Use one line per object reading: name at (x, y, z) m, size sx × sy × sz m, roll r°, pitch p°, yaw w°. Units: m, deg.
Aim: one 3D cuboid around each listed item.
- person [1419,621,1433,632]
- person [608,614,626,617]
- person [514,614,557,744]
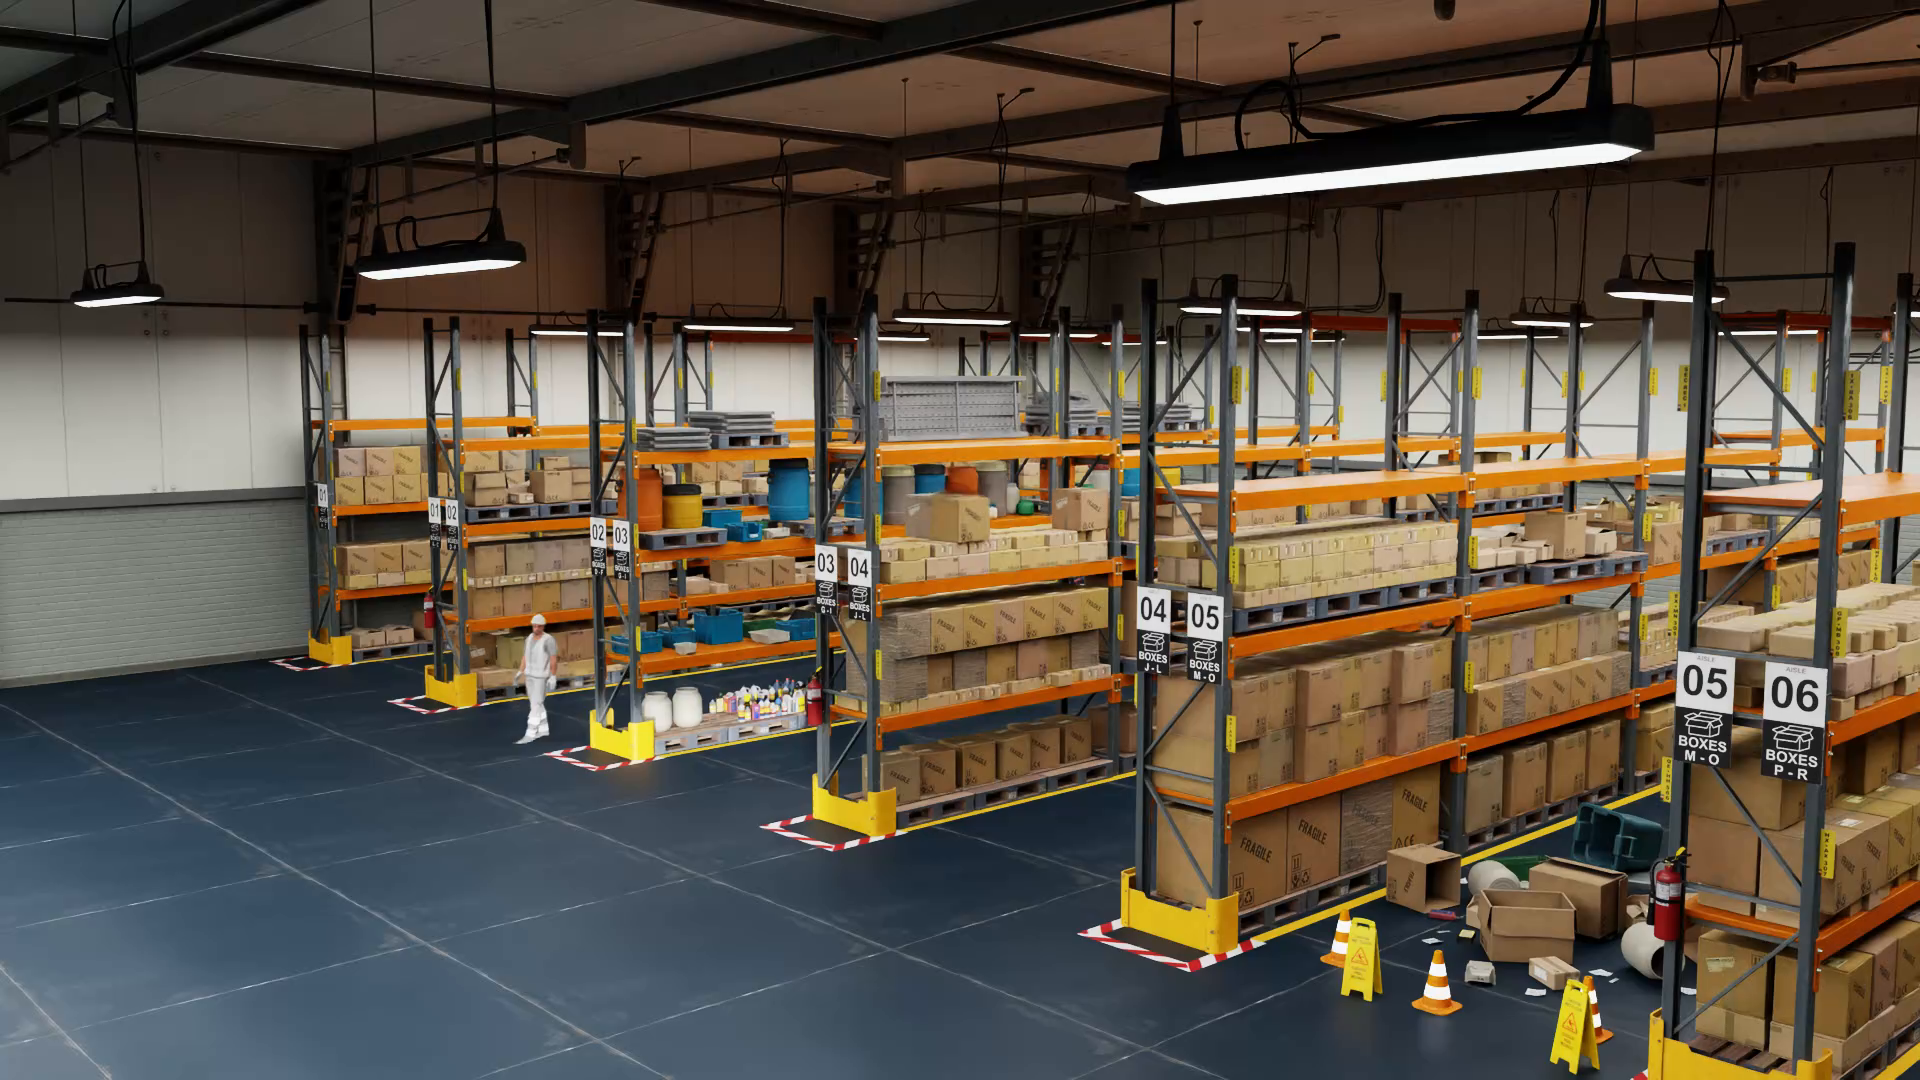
person at (6.728, 1.926, 24.042) m, size 0.475 × 1.594 × 1.012 m, roll 6°, pitch 8°, yaw 44°
person at (-6.189, 1.259, 30.480) m, size 0.449 × 1.634 × 0.808 m, roll 6°, pitch 8°, yaw 45°
person at (-5.954, 1.932, 23.241) m, size 0.555 × 1.788 × 0.619 m, roll 4°, pitch 7°, yaw 33°
